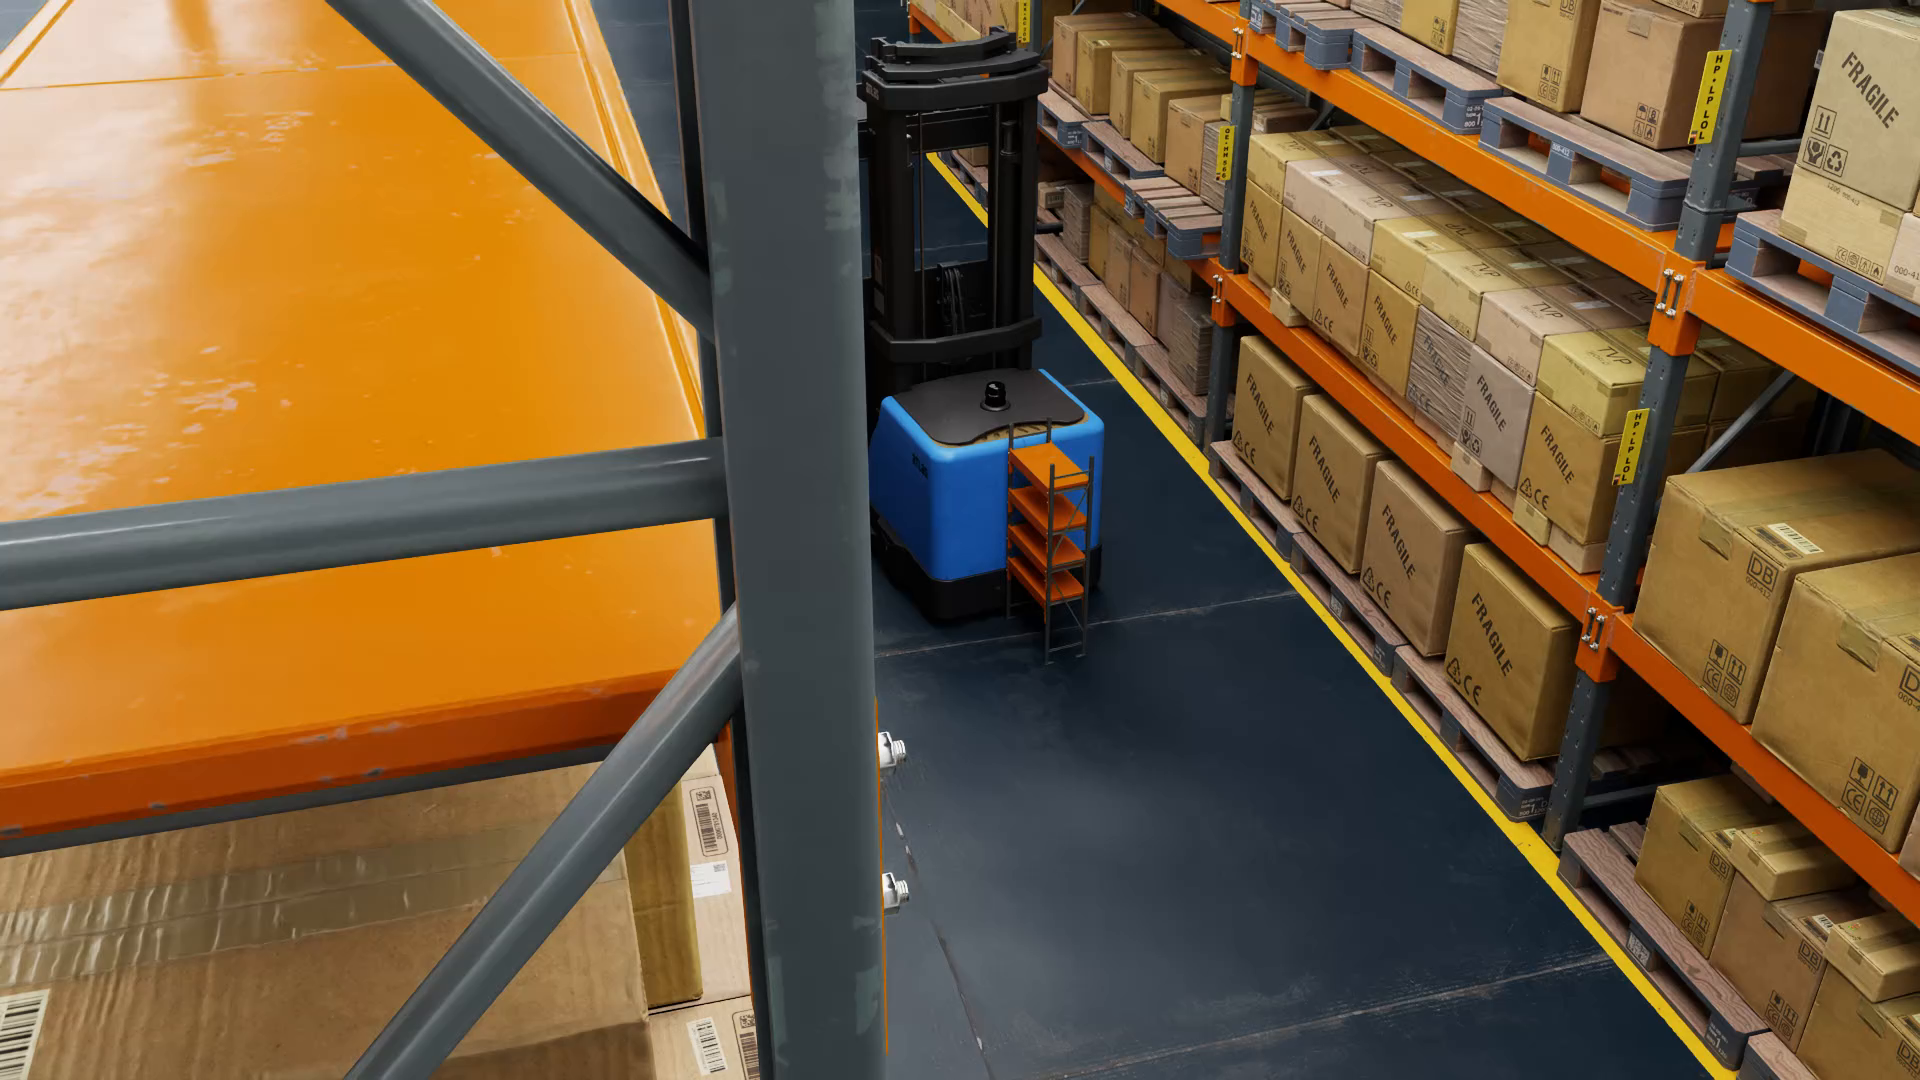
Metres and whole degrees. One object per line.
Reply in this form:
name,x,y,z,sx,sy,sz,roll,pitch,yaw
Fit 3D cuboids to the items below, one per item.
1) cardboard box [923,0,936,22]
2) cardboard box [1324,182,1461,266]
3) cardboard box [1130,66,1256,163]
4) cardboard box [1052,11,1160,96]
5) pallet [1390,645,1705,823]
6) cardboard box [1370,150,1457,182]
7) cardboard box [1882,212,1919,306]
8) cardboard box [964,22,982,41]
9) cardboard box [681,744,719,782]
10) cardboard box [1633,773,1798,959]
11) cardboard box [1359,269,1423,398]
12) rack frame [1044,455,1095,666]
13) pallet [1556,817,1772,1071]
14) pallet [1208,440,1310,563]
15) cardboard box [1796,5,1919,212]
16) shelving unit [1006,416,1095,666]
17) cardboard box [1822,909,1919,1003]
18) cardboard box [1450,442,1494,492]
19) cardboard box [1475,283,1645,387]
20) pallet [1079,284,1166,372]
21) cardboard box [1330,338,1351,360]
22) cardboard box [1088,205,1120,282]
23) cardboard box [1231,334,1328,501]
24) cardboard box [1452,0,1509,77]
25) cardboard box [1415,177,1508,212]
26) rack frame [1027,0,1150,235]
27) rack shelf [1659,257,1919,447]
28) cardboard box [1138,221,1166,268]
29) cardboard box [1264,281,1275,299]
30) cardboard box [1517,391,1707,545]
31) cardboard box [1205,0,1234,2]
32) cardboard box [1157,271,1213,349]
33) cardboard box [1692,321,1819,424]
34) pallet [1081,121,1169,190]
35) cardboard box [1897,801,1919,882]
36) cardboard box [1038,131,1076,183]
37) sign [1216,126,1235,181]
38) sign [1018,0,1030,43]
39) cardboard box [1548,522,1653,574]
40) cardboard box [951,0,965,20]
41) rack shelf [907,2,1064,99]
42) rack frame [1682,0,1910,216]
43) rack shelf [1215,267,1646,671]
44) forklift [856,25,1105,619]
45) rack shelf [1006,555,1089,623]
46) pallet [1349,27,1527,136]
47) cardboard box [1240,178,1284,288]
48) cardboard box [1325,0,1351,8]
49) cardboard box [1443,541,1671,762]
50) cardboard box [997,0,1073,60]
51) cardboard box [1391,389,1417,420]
cardboard box,-0.050,-5.187,16.077,0.500,0.250,0.500,-9,31,-15
cardboard box,2.250,-1.657,8.684,0.500,0.250,0.500,-8,31,-13
cardboard box,1.612,-2.964,11.569,0.700,0.500,0.500,-8,31,-13
cardboard box,1.139,-3.821,13.049,0.700,0.500,0.500,-8,31,-13
pallet,2.883,0.870,8.267,1.003,0.211,1.213,-8,31,-13
cardboard box,2.603,-1.976,9.235,0.500,0.250,0.500,-9,31,-15
cardboard box,3.211,-0.815,5.032,0.500,0.250,0.500,-9,31,-14
cardboard box,0.346,-4.453,14.809,0.500,0.250,0.500,-8,31,-14
cardboard box,-0.703,0.403,2.947,0.500,0.250,0.500,-8,31,-13
cardboard box,3.260,1.301,6.815,0.700,0.500,0.500,-7,31,-13
cardboard box,2.387,-1.073,8.425,0.500,0.500,0.500,-7,31,-12
rack frame,0.559,0.121,8.574,0.240,1.200,0.015,-12,32,-20
pallet,3.287,1.611,6.988,1.003,0.211,1.213,-8,31,-13
pallet,2.235,-0.308,10.303,1.003,0.211,1.213,-8,31,-13
cardboard box,3.079,-1.375,5.250,0.500,0.500,0.500,-8,31,-14
shelving unit,0.463,0.009,8.768,0.258,1.200,0.503,-12,32,-20
cardboard box,3.314,1.462,5.889,0.380,0.149,0.250,-9,31,-15
cardboard box,2.556,-0.369,7.855,0.380,0.149,0.250,-8,31,-13
cardboard box,2.663,-0.919,7.409,0.500,0.250,0.500,-7,31,-12
pallet,1.572,-1.665,12.646,1.003,0.211,1.213,-8,31,-13
cardboard box,2.273,-1.124,9.160,0.380,0.149,0.250,-7,31,-12
cardboard box,1.434,-2.350,13.103,0.700,0.500,0.500,-8,31,-14
cardboard box,2.167,-0.785,10.069,0.750,0.750,0.750,-8,31,-14
cardboard box,2.751,-2.456,7.697,0.700,0.500,0.500,-8,31,-13
cardboard box,2.736,-1.728,8.806,0.500,0.250,0.500,-9,31,-15
rack frame,1.037,-3.838,13.617,1.000,3.000,0.127,-8,31,-13
rack shelf,3.691,0.005,4.702,1.077,0.370,4.000,-8,31,-13
cardboard box,1.625,-2.211,12.114,0.500,0.250,0.500,-8,31,-14
cardboard box,2.021,-1.493,9.797,0.380,0.149,0.250,-7,31,-13
cardboard box,2.795,-0.344,7.164,0.500,0.500,0.500,-8,31,-14
cardboard box,1.647,-3.486,10.084,0.500,0.311,0.500,-8,31,-13
cardboard box,1.833,-1.619,11.841,0.700,0.500,0.500,-8,31,-13
cardboard box,3.289,-0.736,7.093,0.500,0.250,0.500,-7,31,-12
pallet,1.534,-2.773,11.970,1.003,0.211,1.213,-8,31,-13
cardboard box,3.680,0.864,5.195,0.980,0.700,0.700,-9,31,-16
cardboard box,0.723,-3.442,14.990,0.500,0.500,0.500,-10,32,-17
sign,1.578,-2.296,9.877,0.100,0.325,0.005,-8,31,-13
sign,0.516,-4.137,13.269,0.100,0.325,0.005,-8,31,-13
cardboard box,2.798,0.001,7.217,0.380,0.149,0.250,-8,31,-13
cardboard box,0.213,-5.029,15.057,0.500,0.500,0.500,-7,31,-12
rack shelf,0.506,-4.492,15.466,1.077,0.370,4.000,-8,31,-13
rack frame,3.160,-2.570,5.439,1.000,3.000,0.127,-8,31,-13
rack shelf,2.629,-0.629,8.791,1.077,0.370,4.000,-8,31,-13
forklift,-0.248,-1.558,9.747,1.130,2.935,3.031,-12,32,-20
rack shelf,0.463,0.239,8.901,0.258,0.148,0.480,-12,32,-20
pallet,2.620,-2.279,8.118,1.003,0.211,1.213,-6,31,-11
cardboard box,1.981,-1.818,9.711,0.500,0.500,0.500,-7,31,-12
cardboard box,2.280,-3.216,9.009,0.700,0.500,0.500,-10,32,-17
cardboard box,2.862,0.478,7.888,0.750,0.750,0.750,-7,31,-13
cardboard box,0.613,-4.293,13.785,0.500,0.500,0.500,-8,31,-13
cardboard box,2.443,-0.749,8.511,0.380,0.149,0.250,-7,31,-12
